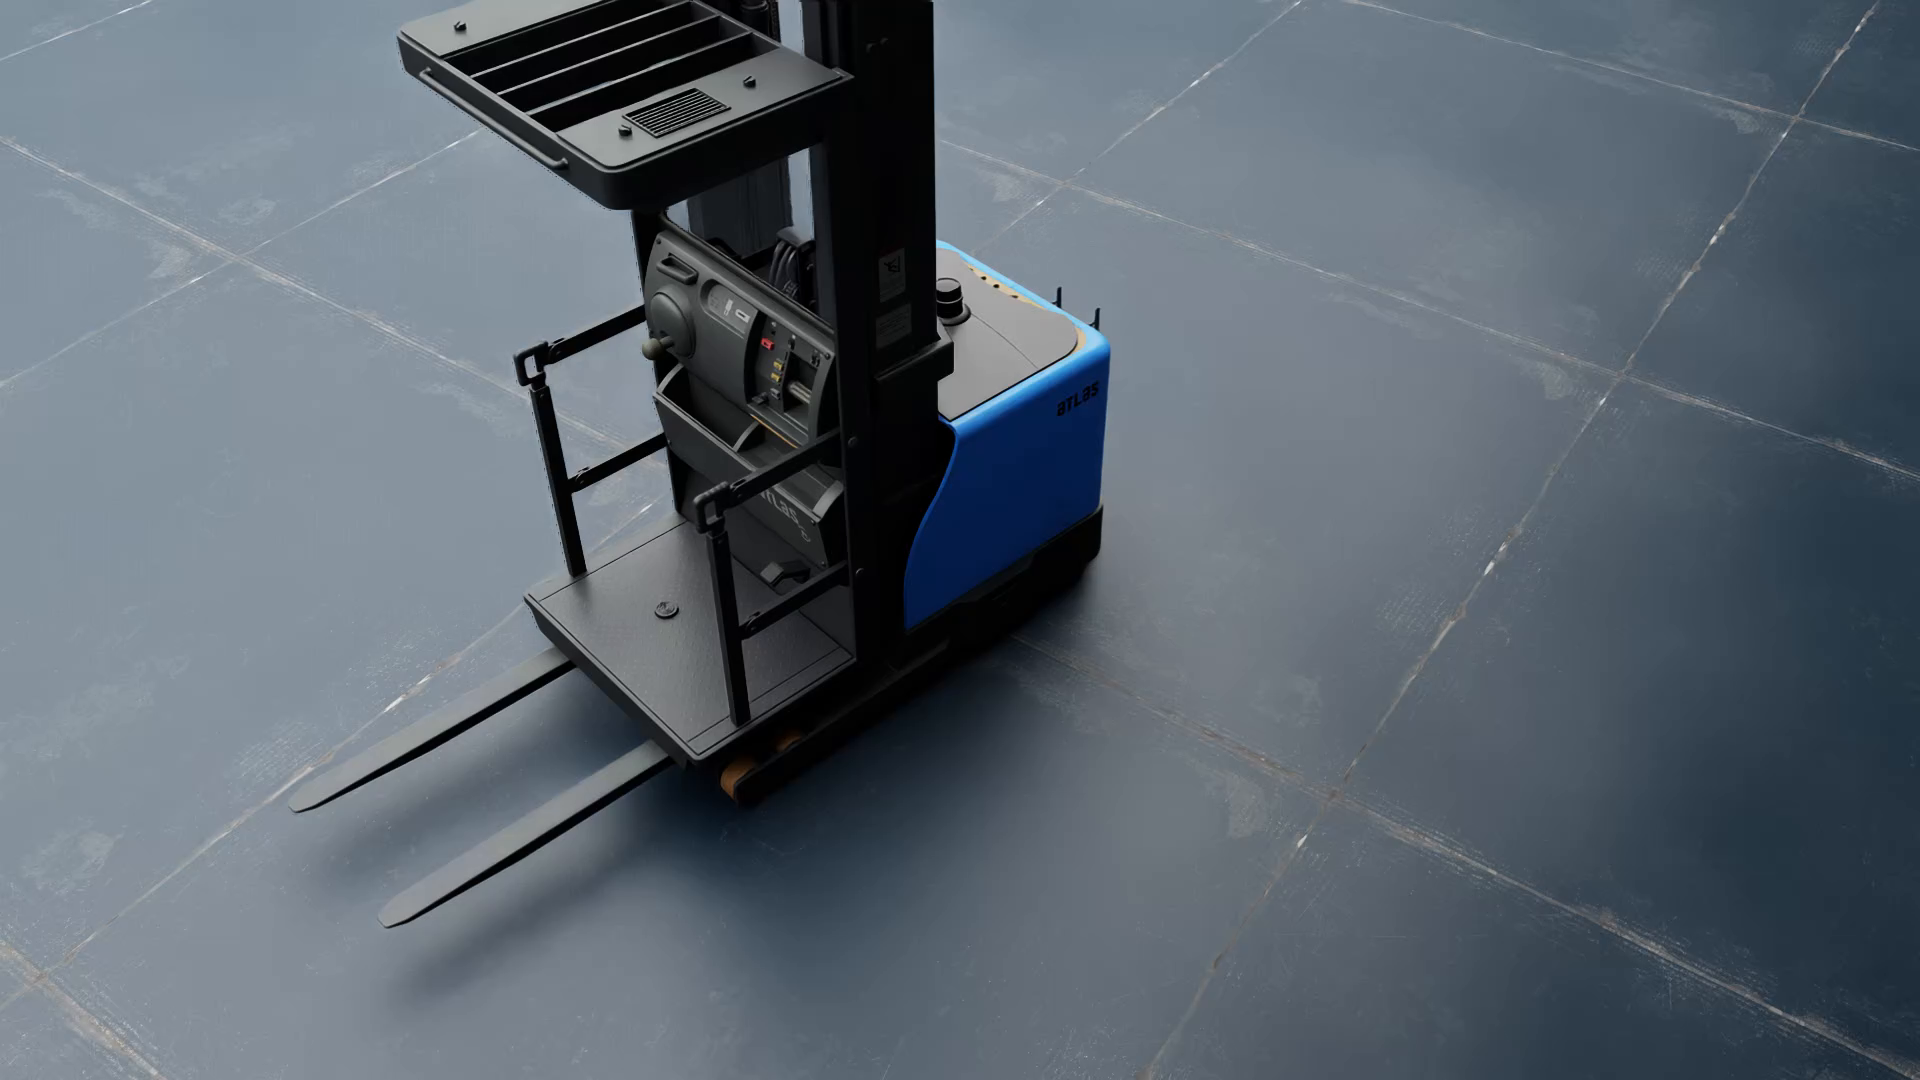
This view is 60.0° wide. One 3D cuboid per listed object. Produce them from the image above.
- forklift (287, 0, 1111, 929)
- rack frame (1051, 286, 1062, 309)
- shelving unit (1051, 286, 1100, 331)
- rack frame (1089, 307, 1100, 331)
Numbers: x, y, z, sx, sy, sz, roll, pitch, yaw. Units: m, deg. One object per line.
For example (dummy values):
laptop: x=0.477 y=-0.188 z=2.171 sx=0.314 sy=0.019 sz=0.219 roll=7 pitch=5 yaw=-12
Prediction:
forklift: x=-0.869 y=-0.584 z=5.205 sx=3.031 sy=2.935 sz=1.130 roll=-32 pitch=51 yaw=-30
rack frame: x=0.310 y=-0.604 z=6.751 sx=0.240 sy=0.900 sz=0.006 roll=-33 pitch=51 yaw=-31
shelving unit: x=0.380 y=-0.556 z=6.696 sx=0.258 sy=0.900 sz=0.210 roll=-33 pitch=51 yaw=-31
rack frame: x=0.451 y=-0.507 z=6.641 sx=0.240 sy=0.900 sz=0.006 roll=-33 pitch=51 yaw=-31
